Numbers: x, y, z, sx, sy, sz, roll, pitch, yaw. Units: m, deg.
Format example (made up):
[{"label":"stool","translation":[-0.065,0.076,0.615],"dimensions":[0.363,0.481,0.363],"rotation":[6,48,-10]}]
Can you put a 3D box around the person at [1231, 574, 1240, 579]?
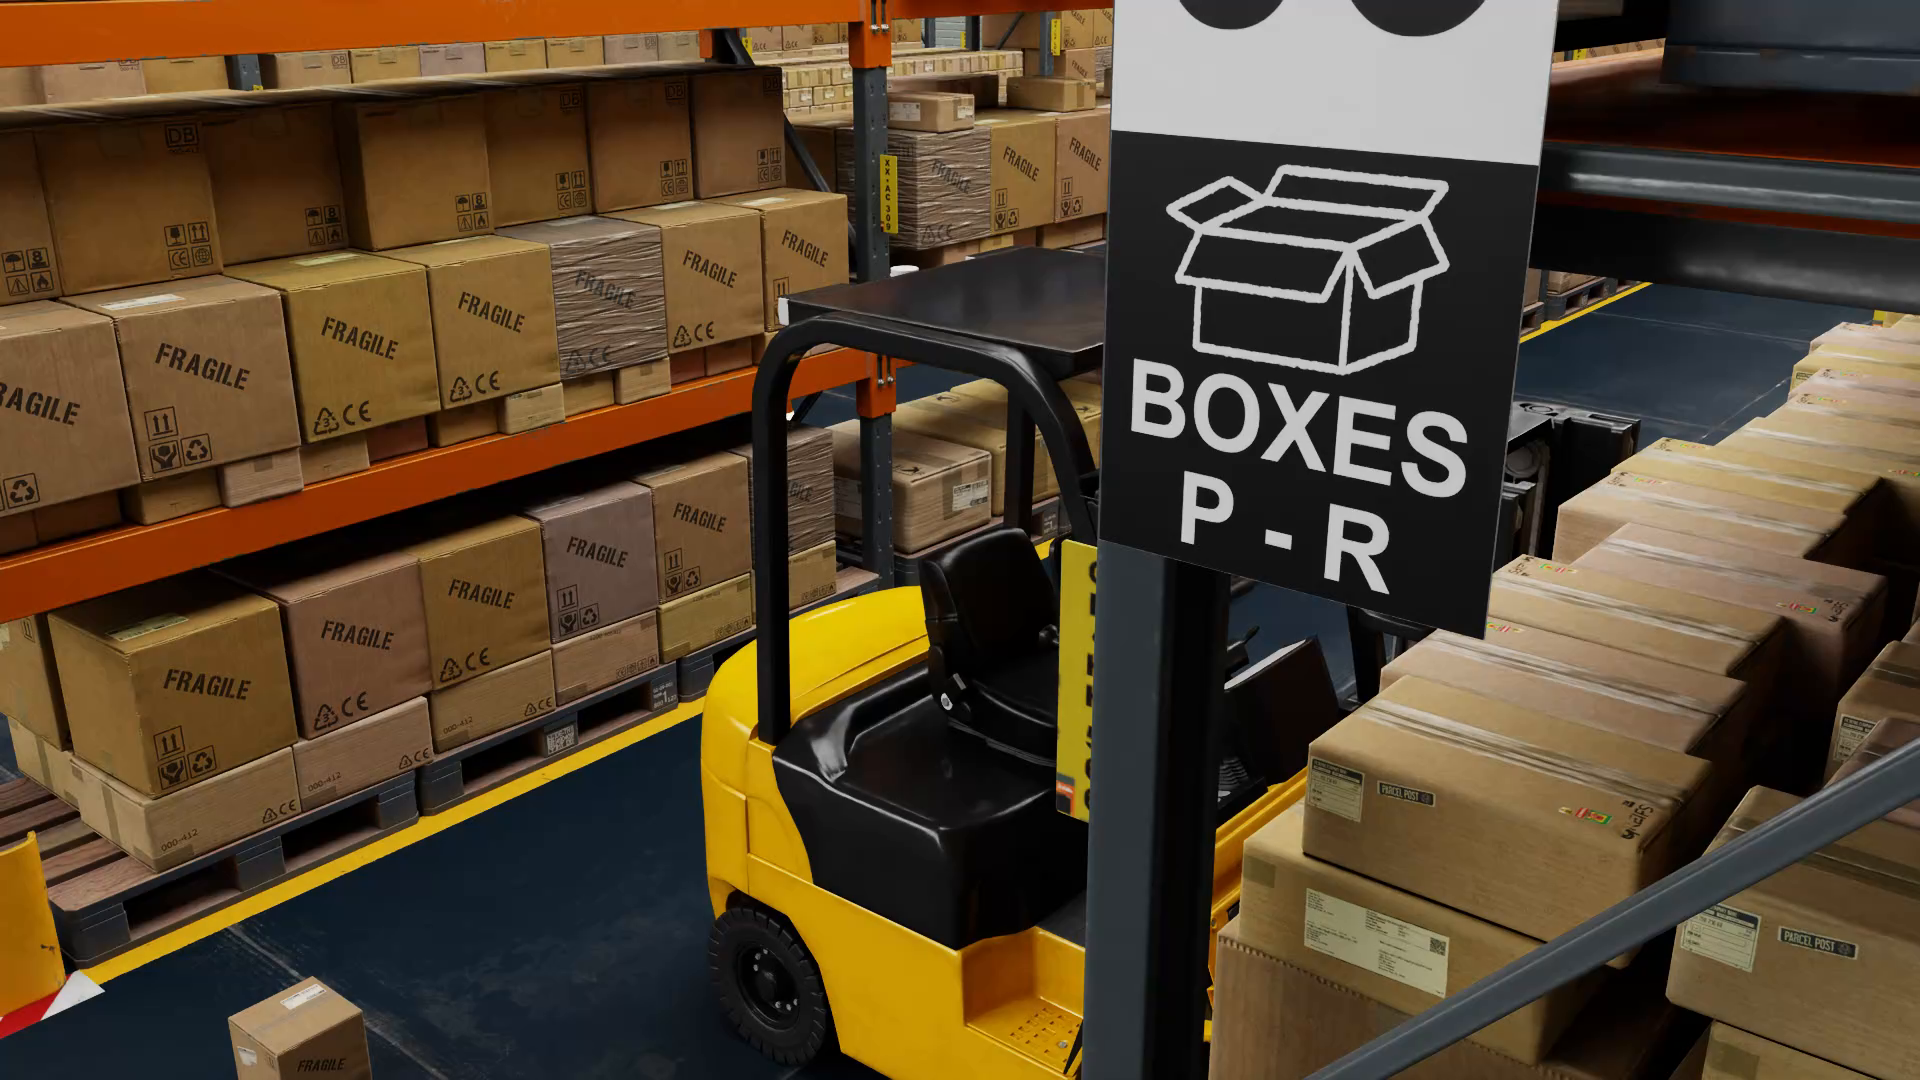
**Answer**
[{"label":"person","translation":[1.427,-0.638,7.898],"dimensions":[0.626,1.850,0.624],"rotation":[15,25,35]}]
